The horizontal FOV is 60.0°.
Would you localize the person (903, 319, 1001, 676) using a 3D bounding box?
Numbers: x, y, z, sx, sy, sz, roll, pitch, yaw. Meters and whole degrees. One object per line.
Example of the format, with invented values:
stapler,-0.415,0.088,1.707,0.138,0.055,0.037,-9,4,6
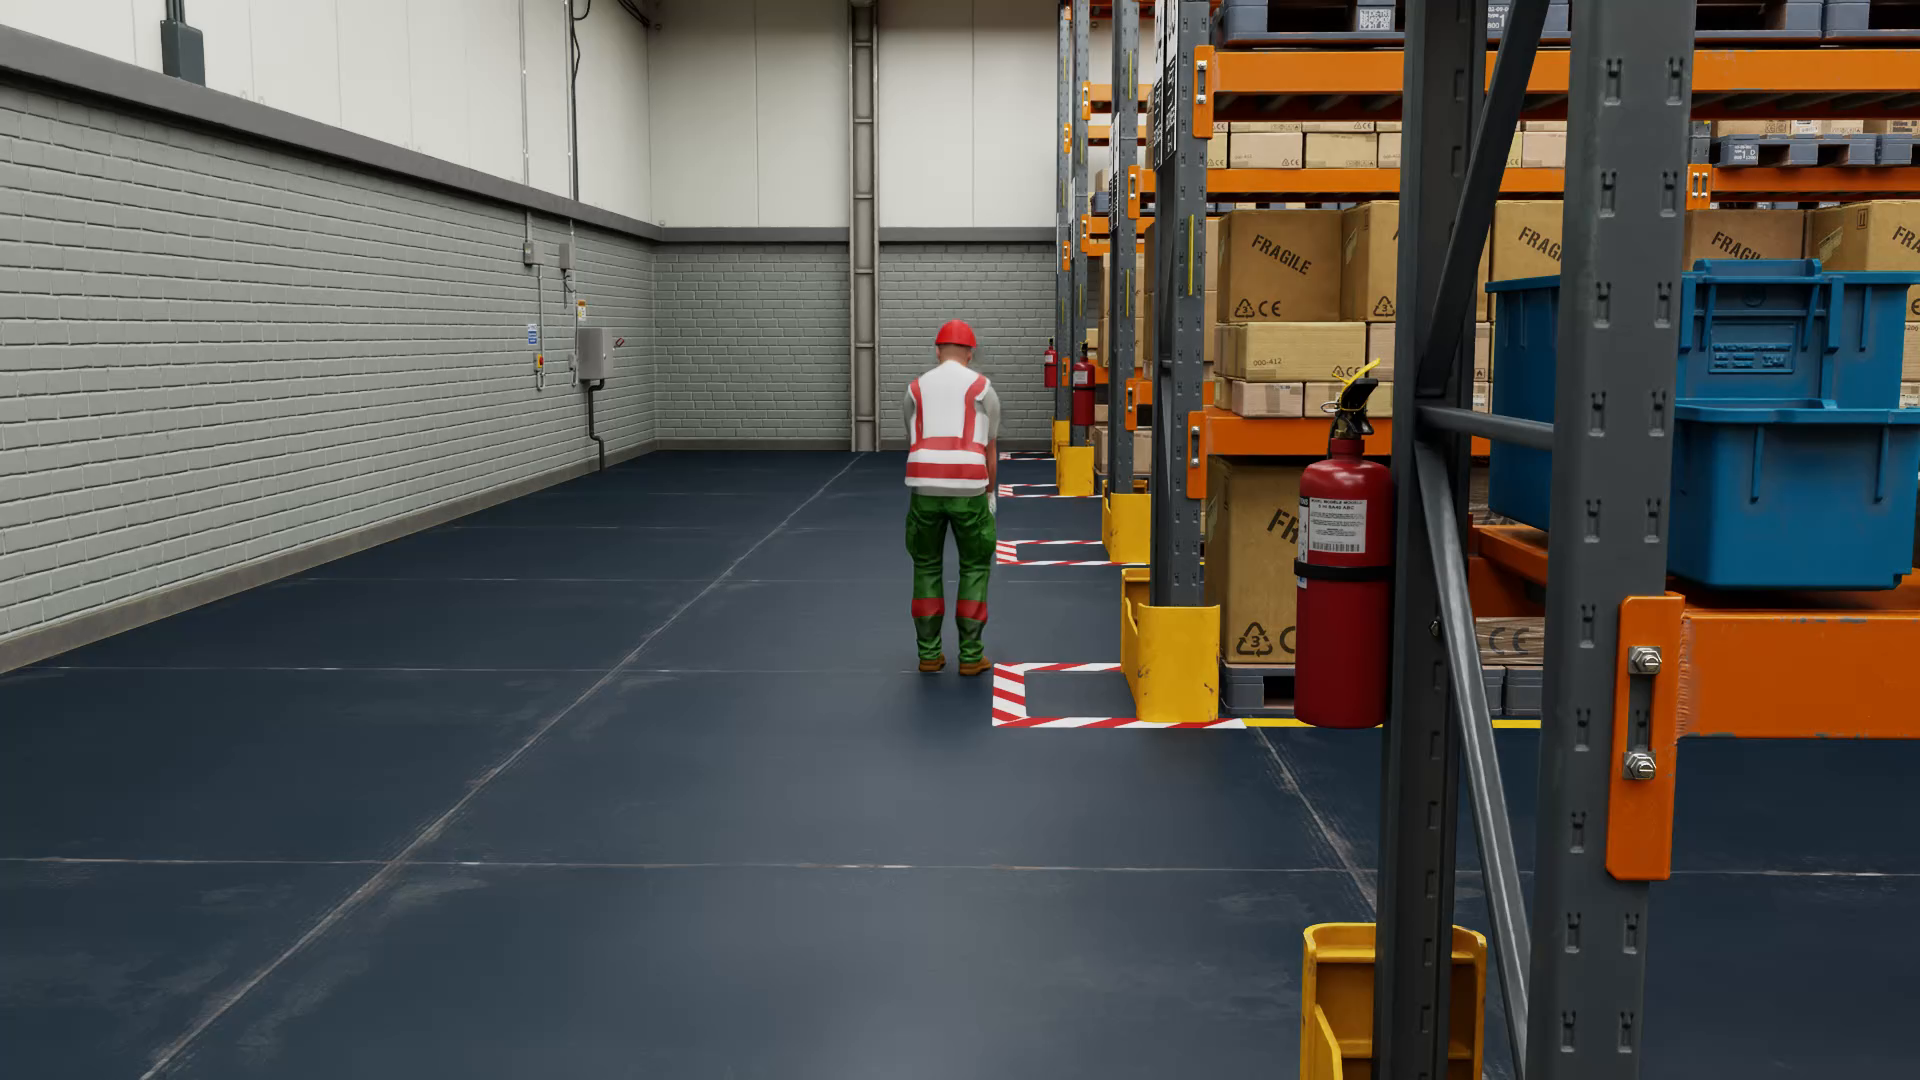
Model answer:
person,-0.045,-0.223,8.204,0.482,1.725,0.607,1,7,12
